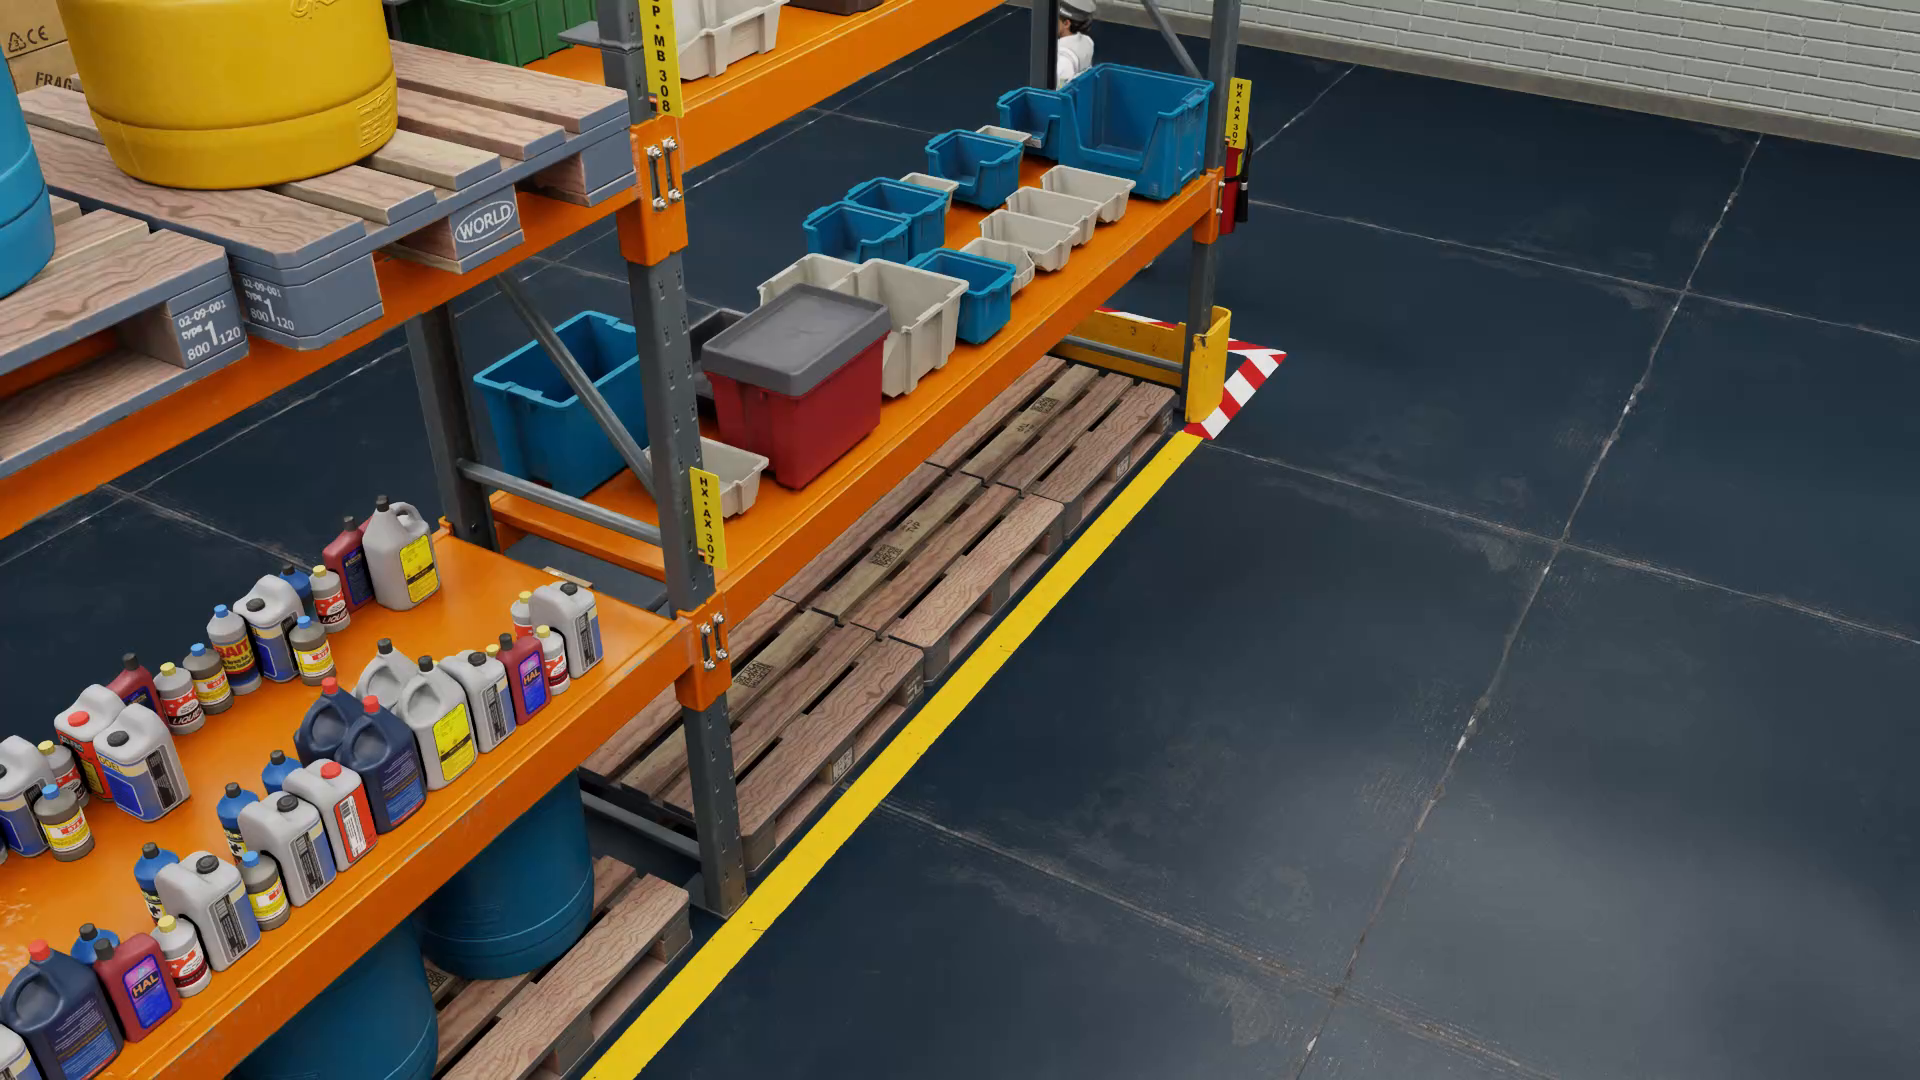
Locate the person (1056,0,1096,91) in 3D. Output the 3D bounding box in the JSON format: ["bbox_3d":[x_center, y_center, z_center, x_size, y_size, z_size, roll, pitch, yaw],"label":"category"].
[{"bbox_3d":[0.574,-2.366,9.585,1.044,1.622,0.497,16,38,22],"label":"person"}]
